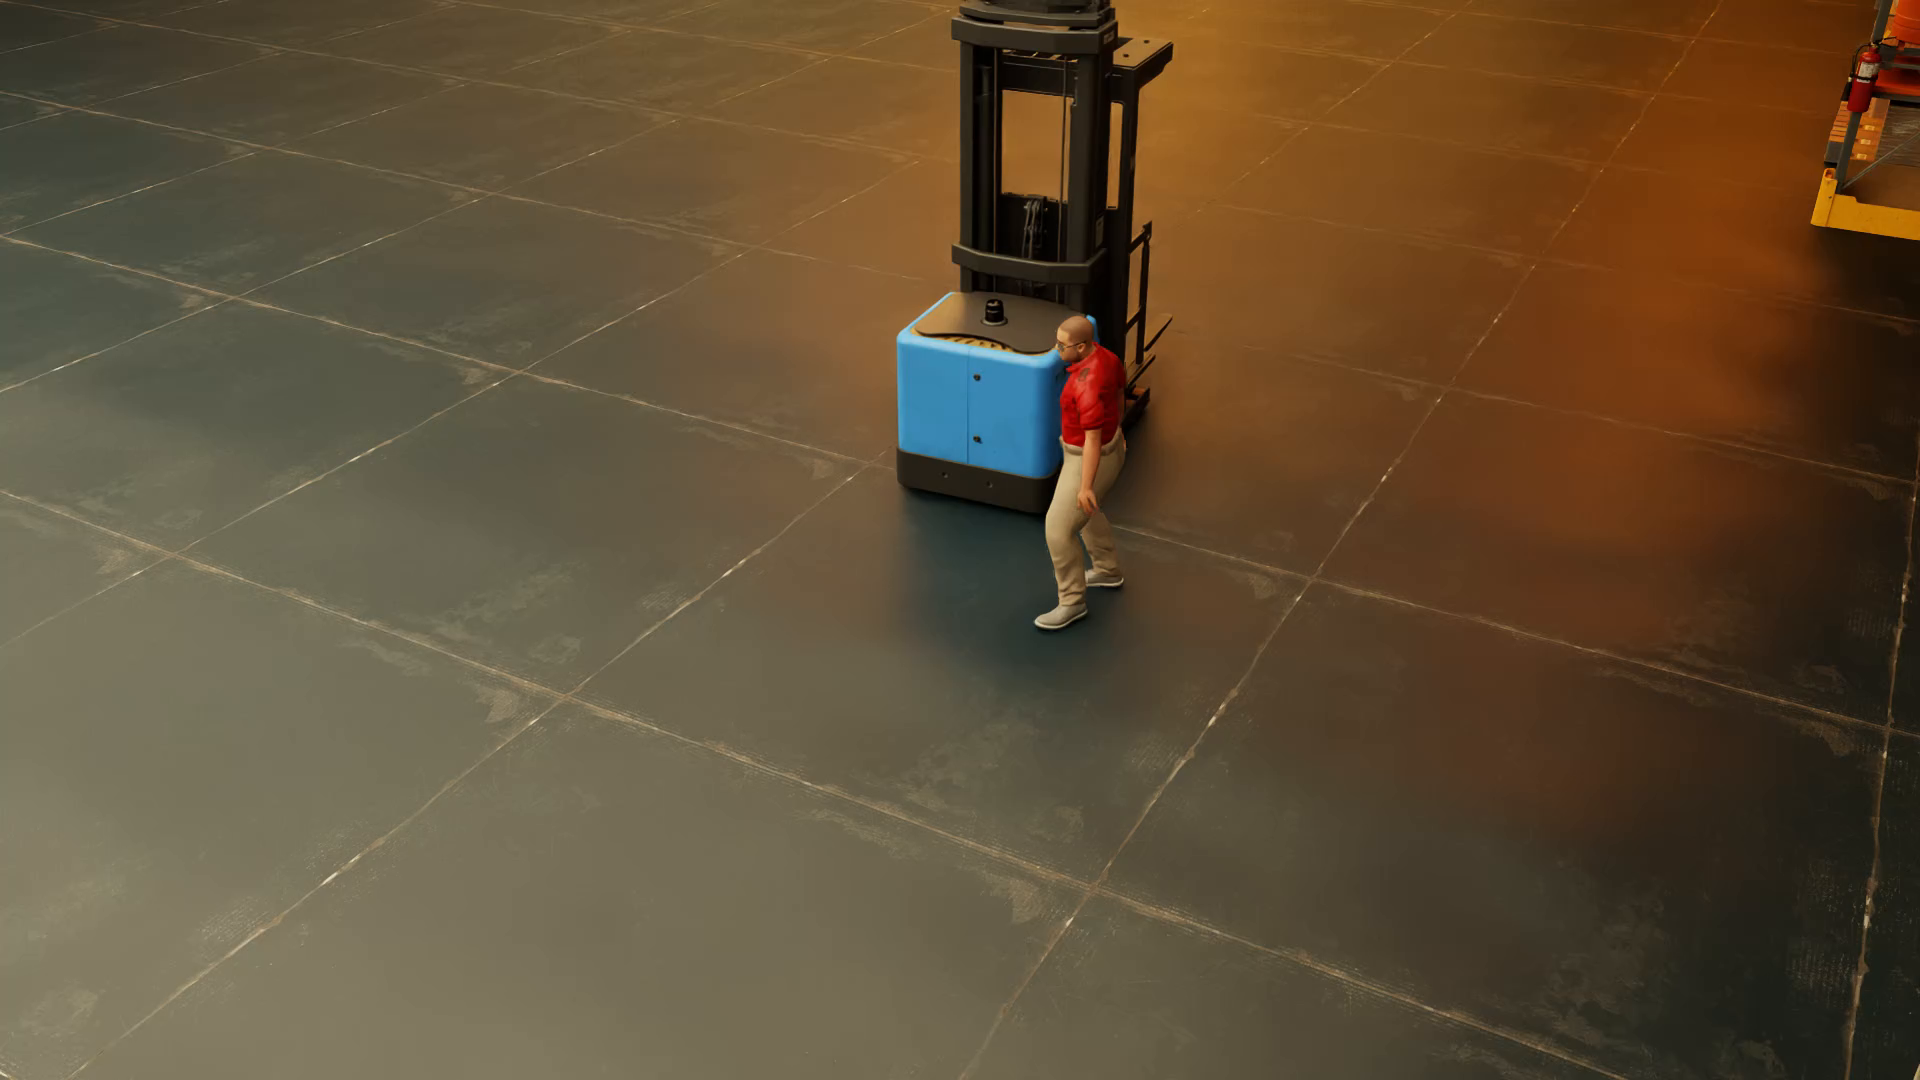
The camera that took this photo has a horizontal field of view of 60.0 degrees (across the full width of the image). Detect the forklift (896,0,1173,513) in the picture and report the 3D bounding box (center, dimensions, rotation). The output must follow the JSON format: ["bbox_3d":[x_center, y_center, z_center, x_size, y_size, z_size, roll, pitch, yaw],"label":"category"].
[{"bbox_3d":[0.668,-2.150,10.795,1.130,2.935,3.031,13,32,21],"label":"forklift"}]

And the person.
[{"bbox_3d":[0.699,-0.416,9.042,0.405,1.701,0.878,8,31,13],"label":"person"}]
